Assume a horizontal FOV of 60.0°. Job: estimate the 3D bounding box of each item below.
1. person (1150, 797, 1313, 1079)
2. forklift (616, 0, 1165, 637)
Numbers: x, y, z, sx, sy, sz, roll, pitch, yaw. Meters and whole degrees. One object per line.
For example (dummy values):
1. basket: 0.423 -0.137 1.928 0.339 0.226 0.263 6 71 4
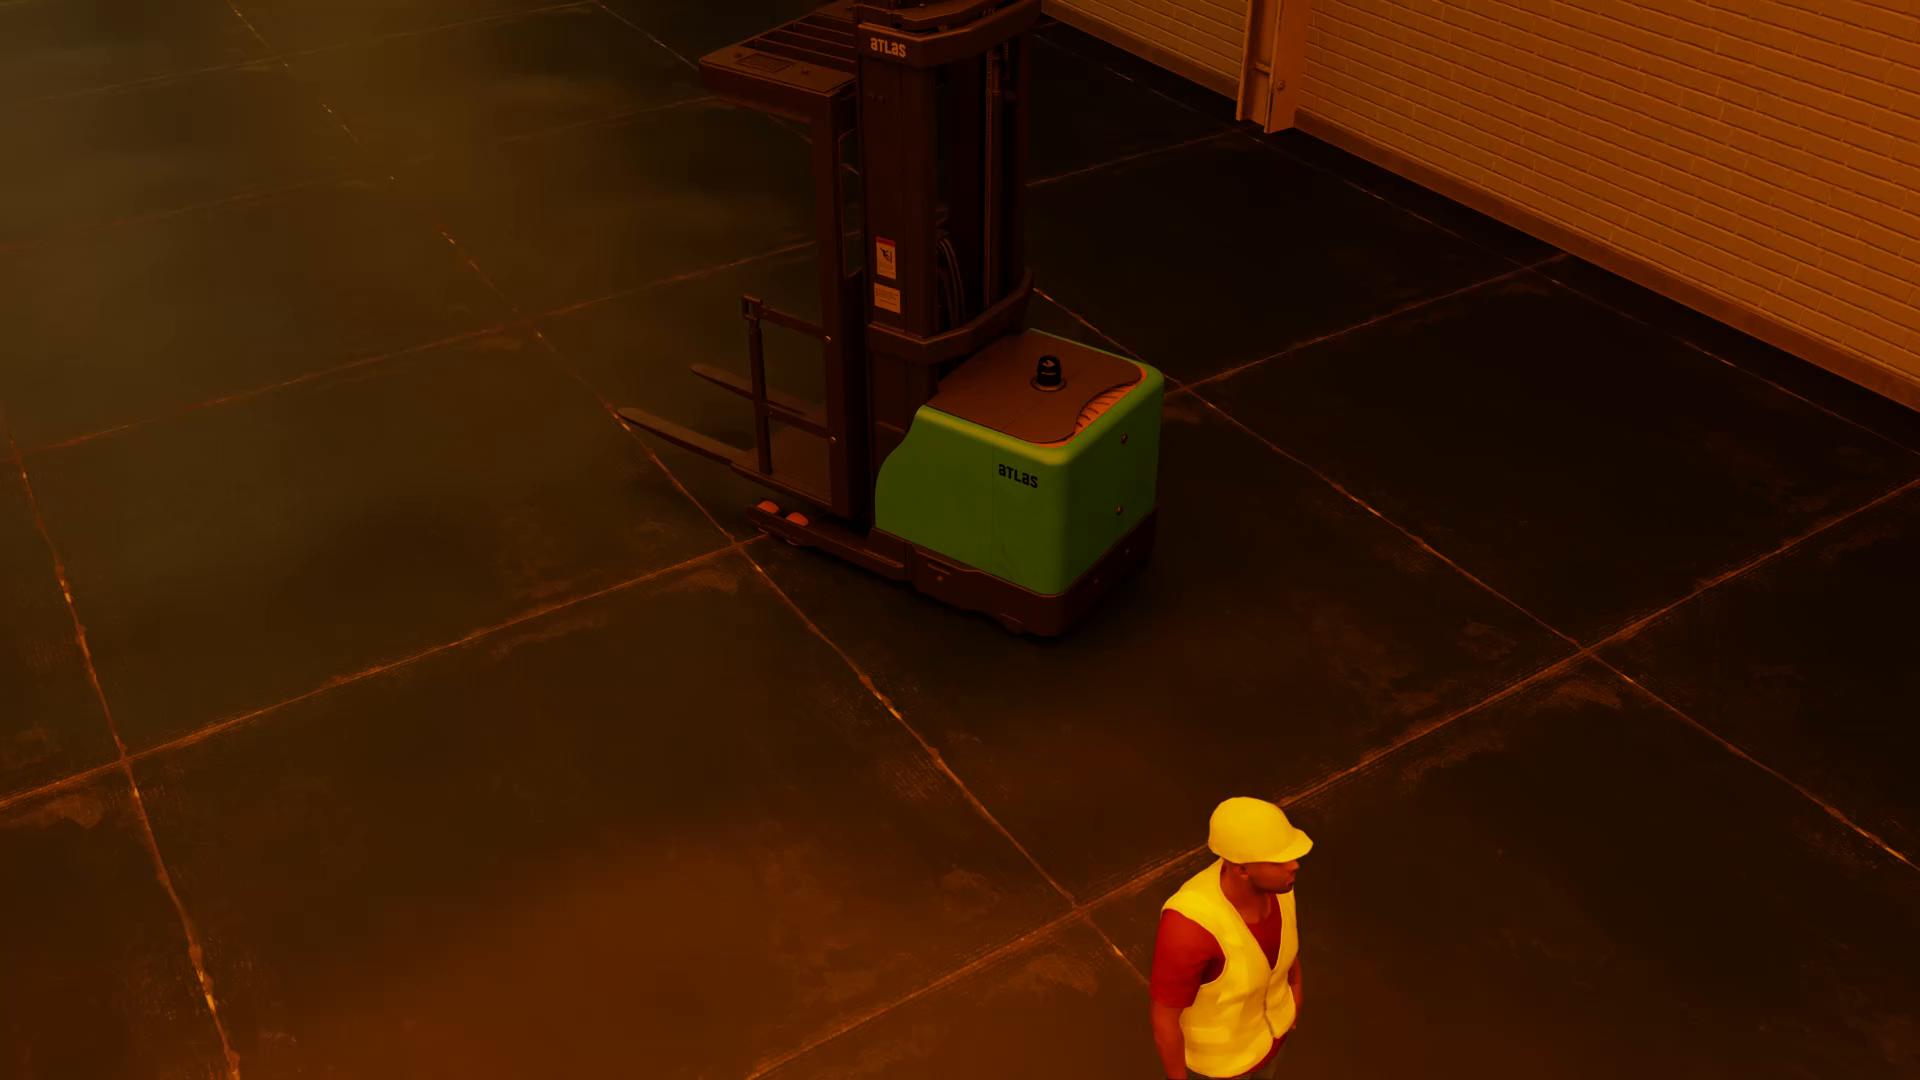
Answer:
1. person: 0.877 1.519 4.989 0.570 1.767 0.665 27 43 33
2. forklift: -0.500 -1.399 8.138 3.031 2.935 1.130 22 41 28
